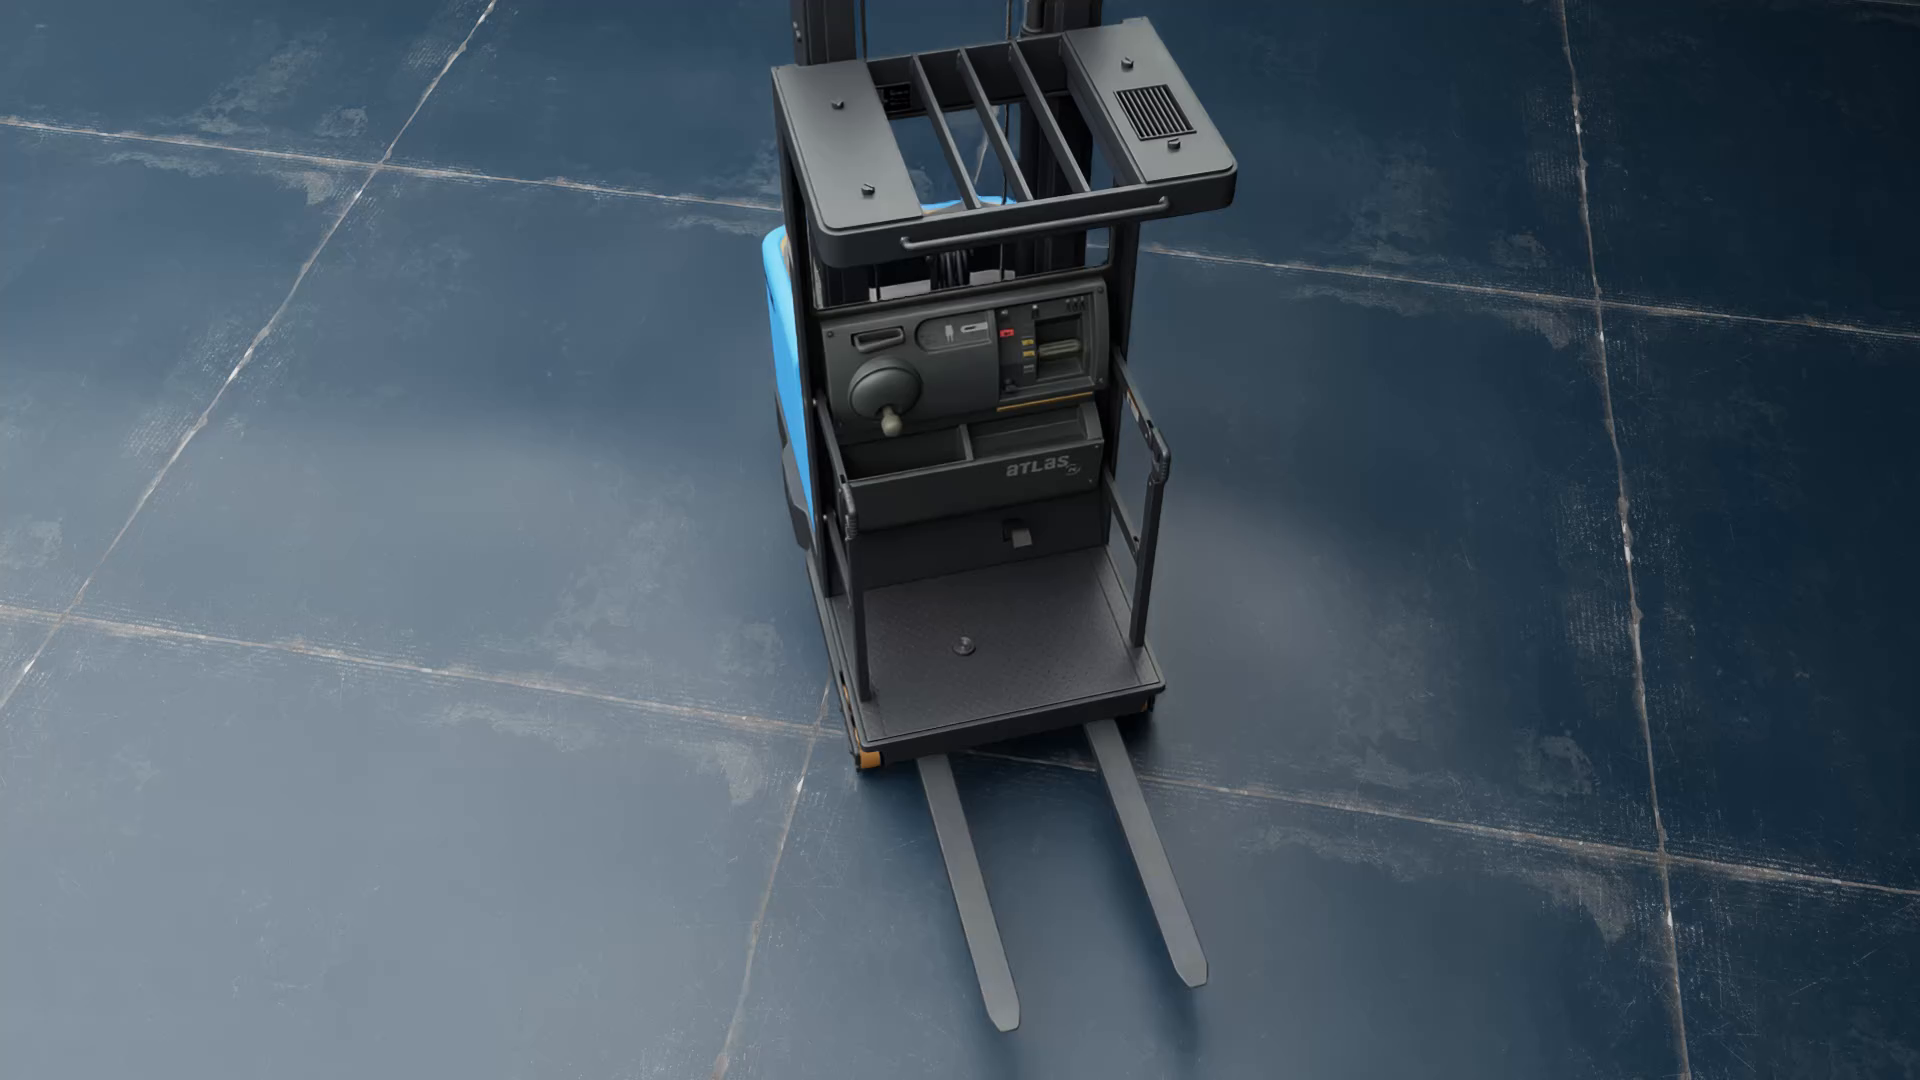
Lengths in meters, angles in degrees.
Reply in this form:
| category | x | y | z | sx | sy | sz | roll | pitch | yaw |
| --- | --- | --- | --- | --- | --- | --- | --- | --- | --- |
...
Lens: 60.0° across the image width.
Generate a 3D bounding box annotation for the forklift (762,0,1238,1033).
| category | x | y | z | sx | sy | sz | roll | pitch | yaw |
| --- | --- | --- | --- | --- | --- | --- | --- | --- | --- |
| forklift | 0.082 | -0.480 | 5.183 | 1.130 | 2.935 | 3.031 | -11 | 49 | -9 |
